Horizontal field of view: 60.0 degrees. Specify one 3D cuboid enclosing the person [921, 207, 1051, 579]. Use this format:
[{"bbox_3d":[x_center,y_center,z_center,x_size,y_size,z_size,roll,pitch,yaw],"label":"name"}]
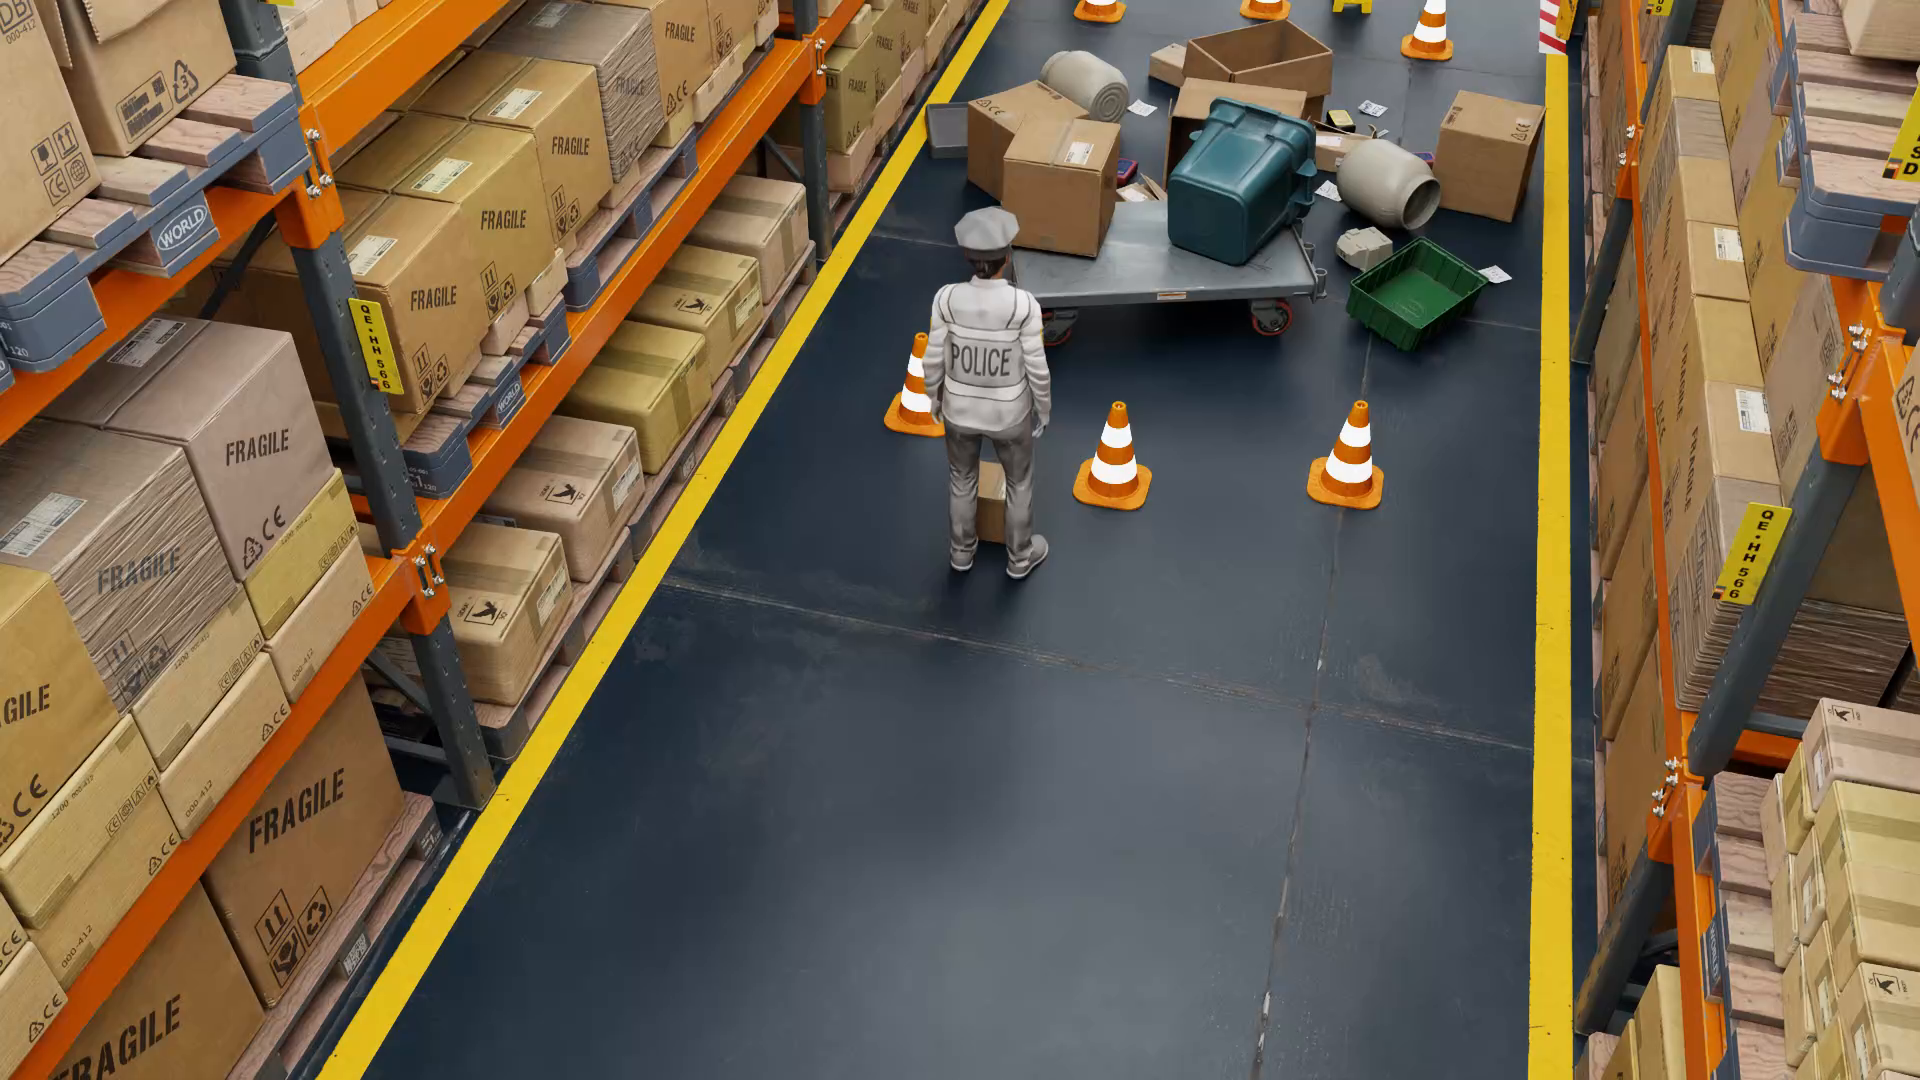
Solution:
[{"bbox_3d":[0.112,-0.538,6.770,0.522,1.662,0.371,9,42,10],"label":"person"}]
